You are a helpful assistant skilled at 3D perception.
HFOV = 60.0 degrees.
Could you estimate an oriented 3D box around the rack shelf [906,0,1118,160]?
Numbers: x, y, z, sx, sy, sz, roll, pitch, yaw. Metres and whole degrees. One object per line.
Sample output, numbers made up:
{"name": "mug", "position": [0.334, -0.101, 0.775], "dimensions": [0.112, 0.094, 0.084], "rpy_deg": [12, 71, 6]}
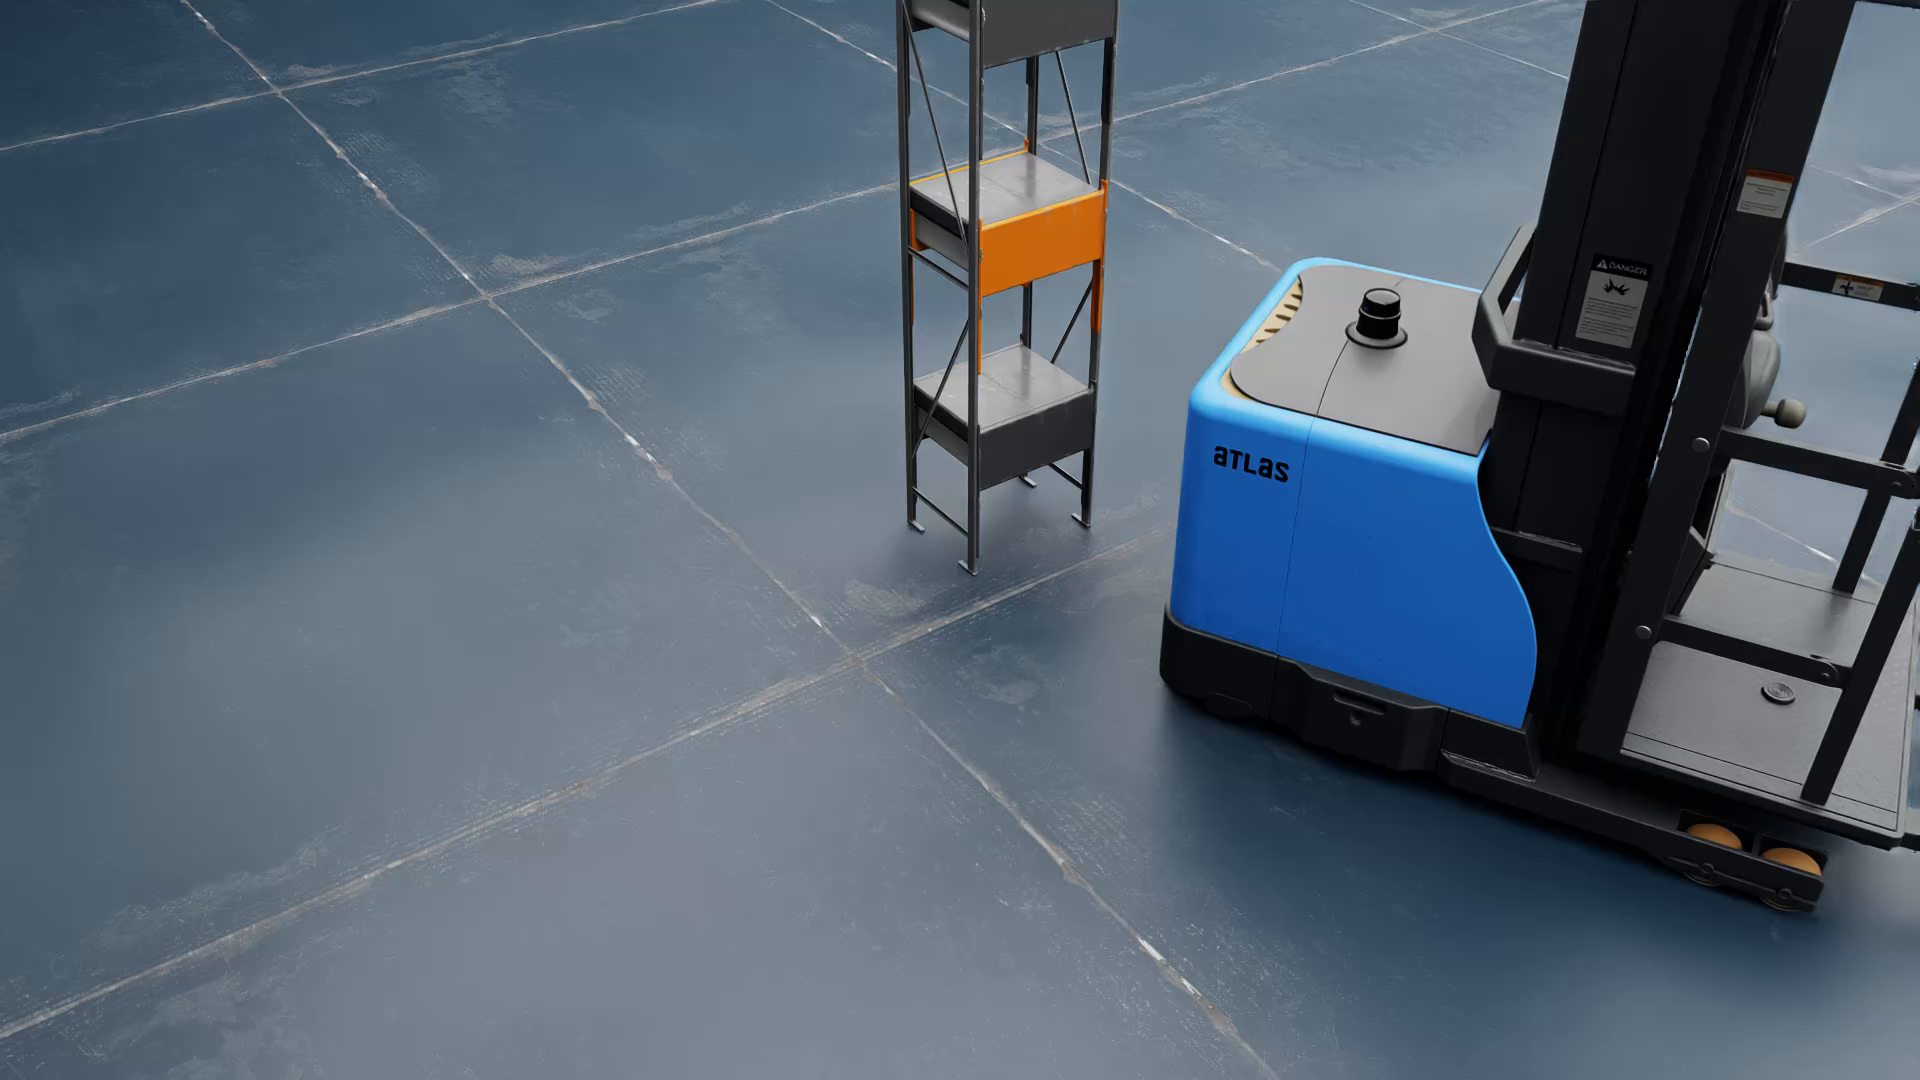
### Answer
{"name": "rack shelf", "position": [0.135, -1.465, 4.814], "dimensions": [0.480, 0.518, 0.431], "rpy_deg": [-22, 41, -28]}

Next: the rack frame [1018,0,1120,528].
{"name": "rack frame", "position": [0.335, -0.990, 5.328], "dimensions": [0.015, 2.100, 0.400], "rpy_deg": [-22, 41, -28]}

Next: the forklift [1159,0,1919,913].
{"name": "forklift", "position": [2.157, -0.568, 4.029], "dimensions": [3.031, 2.935, 1.130], "rpy_deg": [17, 39, 22]}

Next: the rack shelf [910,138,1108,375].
{"name": "rack shelf", "position": [0.135, -0.897, 5.222], "dimensions": [0.480, 0.518, 0.431], "rpy_deg": [-22, 41, -28]}

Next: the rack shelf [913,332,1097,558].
{"name": "rack shelf", "position": [0.135, -0.329, 5.631], "dimensions": [0.480, 0.518, 0.431], "rpy_deg": [-22, 41, -28]}

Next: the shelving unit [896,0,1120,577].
{"name": "shelving unit", "position": [0.135, -0.908, 5.214], "dimensions": [0.503, 2.100, 0.431], "rpy_deg": [-22, 41, -28]}

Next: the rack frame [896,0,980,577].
{"name": "rack frame", "position": [-0.064, -0.826, 5.100], "dimensions": [0.015, 2.100, 0.400], "rpy_deg": [-22, 41, -28]}
